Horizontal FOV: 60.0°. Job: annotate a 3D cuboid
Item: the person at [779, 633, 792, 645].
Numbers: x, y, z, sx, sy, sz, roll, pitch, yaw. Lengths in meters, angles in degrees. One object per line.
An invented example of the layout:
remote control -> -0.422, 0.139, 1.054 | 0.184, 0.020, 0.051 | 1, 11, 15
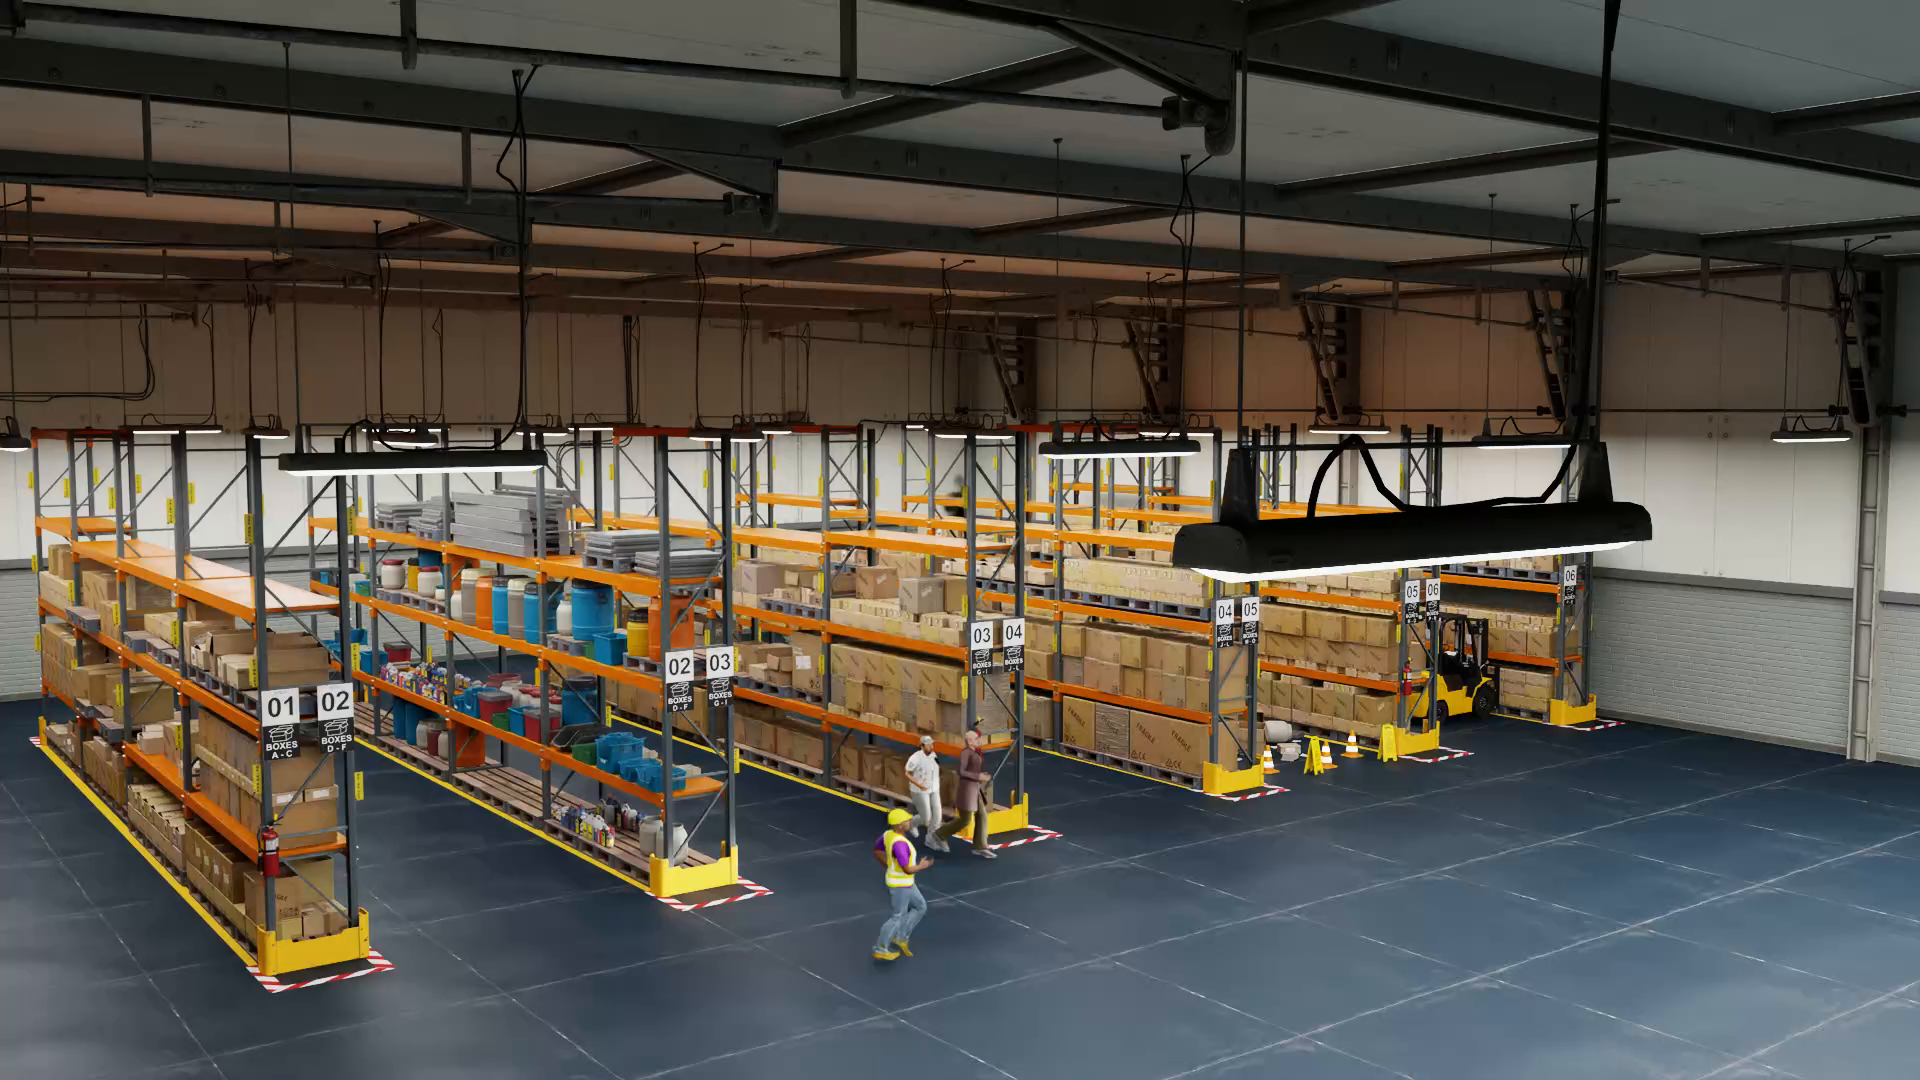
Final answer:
person -> -4.354, 2.006, 41.689 | 0.502, 1.565, 0.600 | 2, 5, 24

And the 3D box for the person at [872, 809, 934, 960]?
person -> -0.657, 3.955, 19.061 | 0.711, 1.784, 0.671 | -1, 5, -7

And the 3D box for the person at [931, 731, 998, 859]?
person -> 0.095, 3.599, 23.610 | 0.952, 1.788, 0.719 | 1, 5, 17

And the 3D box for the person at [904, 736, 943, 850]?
person -> -0.520, 3.642, 24.092 | 0.641, 1.648, 0.599 | -3, 6, -37
